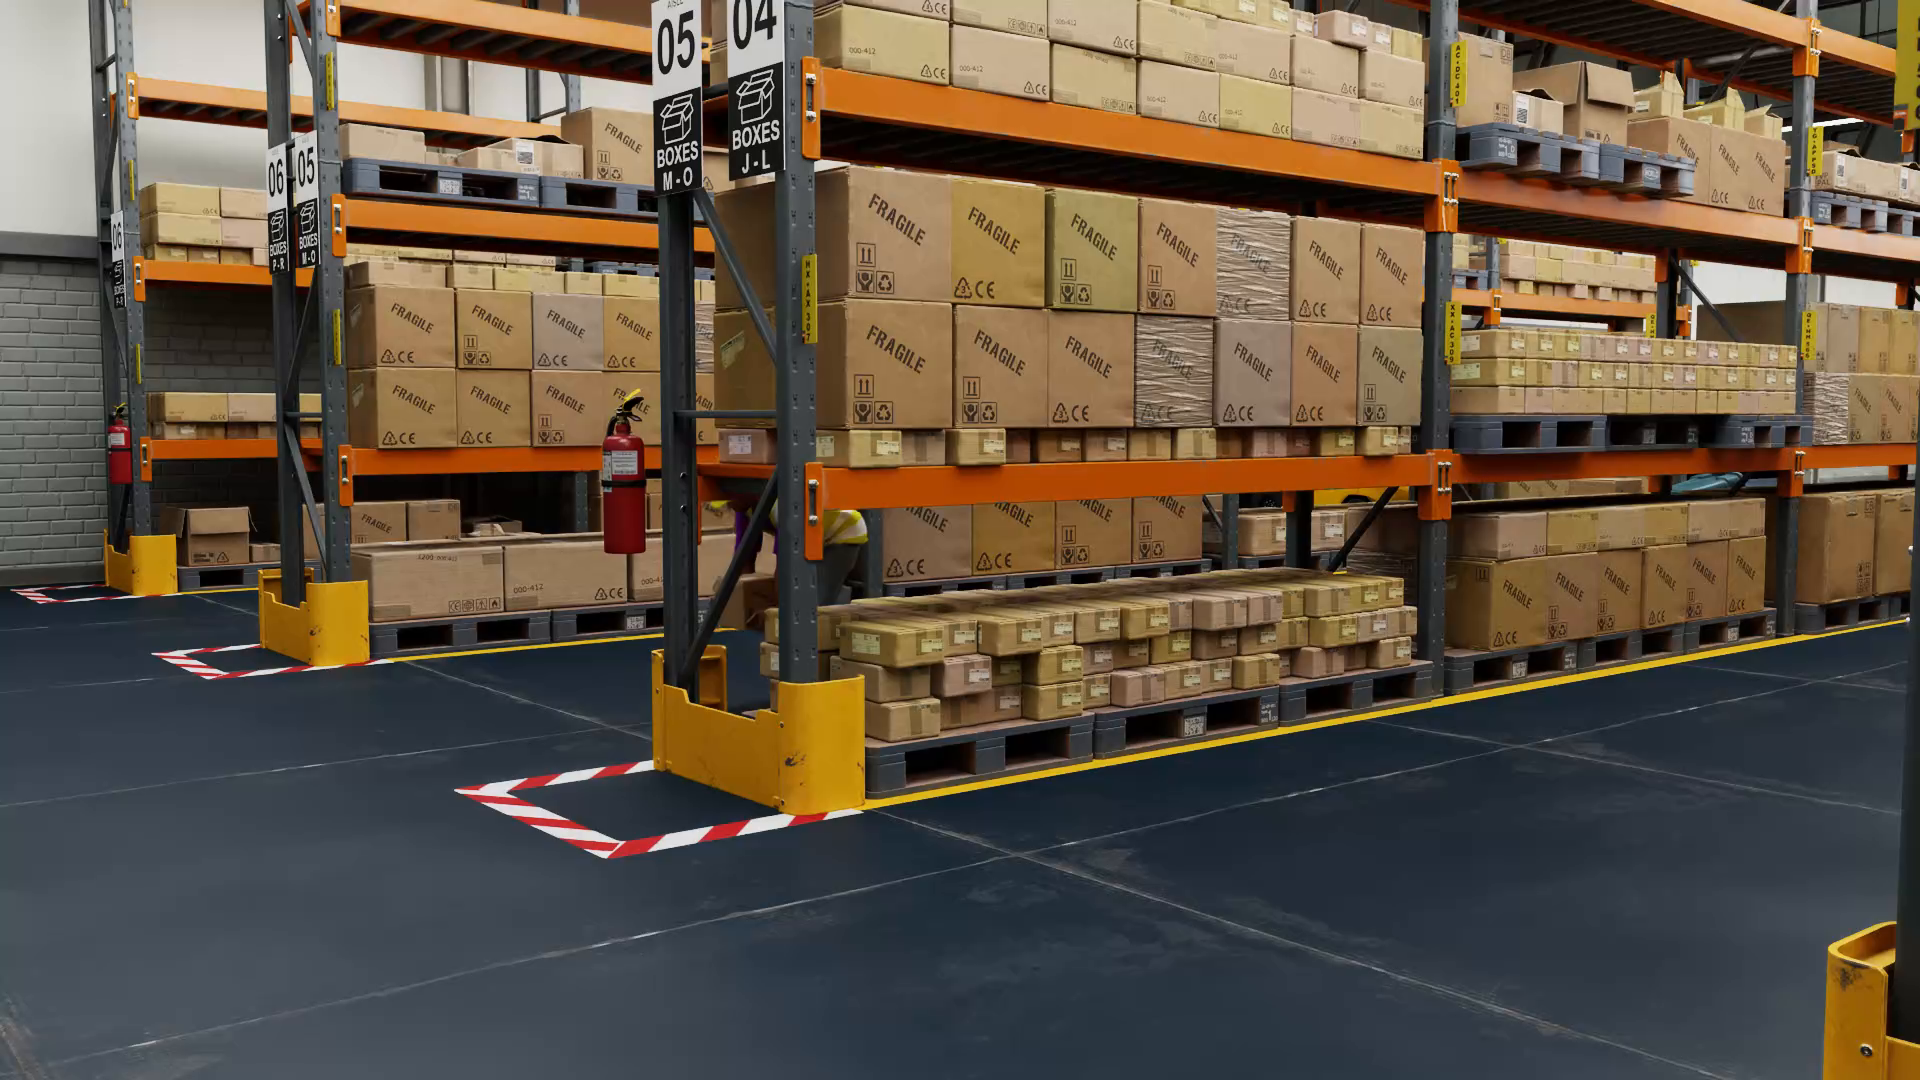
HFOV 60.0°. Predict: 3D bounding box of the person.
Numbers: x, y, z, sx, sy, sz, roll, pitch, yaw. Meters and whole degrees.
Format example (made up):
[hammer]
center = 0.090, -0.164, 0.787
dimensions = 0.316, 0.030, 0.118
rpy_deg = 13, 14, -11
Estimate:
[person]
center = -0.896, 0.208, 8.578
dimensions = 0.923, 1.311, 0.492
rpy_deg = -4, 6, -43
